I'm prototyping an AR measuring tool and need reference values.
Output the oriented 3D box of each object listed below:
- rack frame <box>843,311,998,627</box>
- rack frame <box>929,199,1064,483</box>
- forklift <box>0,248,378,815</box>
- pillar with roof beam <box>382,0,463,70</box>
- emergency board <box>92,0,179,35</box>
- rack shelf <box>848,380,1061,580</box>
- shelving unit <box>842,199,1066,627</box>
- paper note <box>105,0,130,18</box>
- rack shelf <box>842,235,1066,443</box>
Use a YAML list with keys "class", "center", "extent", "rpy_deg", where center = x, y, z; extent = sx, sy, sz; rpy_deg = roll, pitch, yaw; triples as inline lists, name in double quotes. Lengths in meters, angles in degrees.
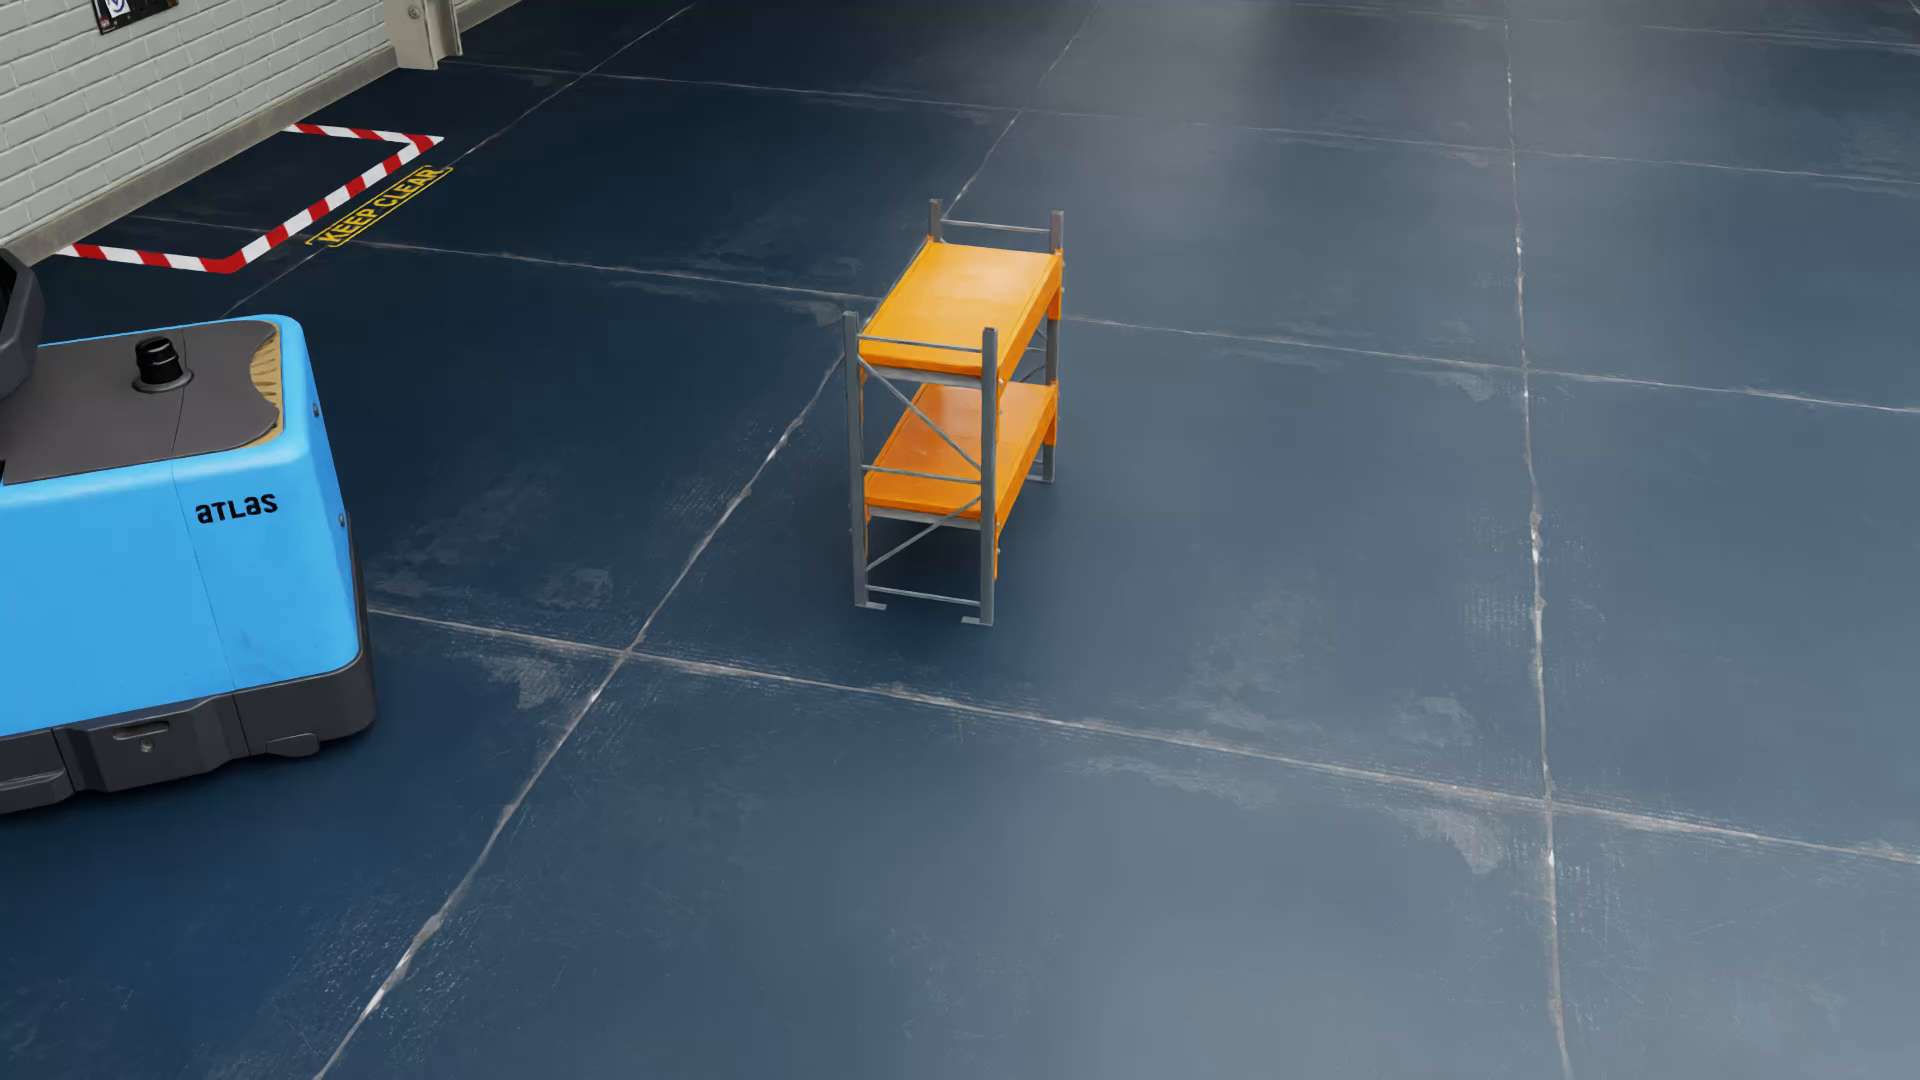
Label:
- class: "rack frame"
  center: [-0.127, -0.214, 5.539]
  extent: [0.500, 1.125, 0.032]
  rpy_deg: [8, 33, 12]
- class: "rack frame"
  center: [0.131, -0.742, 6.369]
  extent: [0.500, 1.125, 0.032]
  rpy_deg: [8, 33, 12]
- class: "forklift"
  center: [-3.413, -0.573, 4.420]
  extent: [3.031, 2.935, 1.130]
  rpy_deg: [-11, 34, -17]
- class: "pillar with roof beam"
  center: [0.508, -6.513, 8.108]
  extent: [9.100, 9.000, 0.400]
  rpy_deg: [8, 33, 12]
- class: "emergency board"
  center: [-4.320, -3.291, 8.630]
  extent: [0.194, 1.169, 0.643]
  rpy_deg: [8, 33, 12]
- class: "rack shelf"
  center: [0.002, -0.272, 6.085]
  extent: [0.538, 0.278, 1.000]
  rpy_deg: [8, 33, 12]
- class: "shelving unit"
  center: [0.002, -0.478, 5.954]
  extent: [0.538, 1.125, 1.048]
  rpy_deg: [8, 33, 12]
- class: "paper note"
  center: [-4.431, -2.836, 8.737]
  extent: [0.016, 0.148, 0.142]
  rpy_deg: [8, 33, 12]
- class: "rack shelf"
  center: [0.002, -0.725, 5.797]
  extent: [0.538, 0.278, 1.000]
  rpy_deg: [8, 33, 12]
